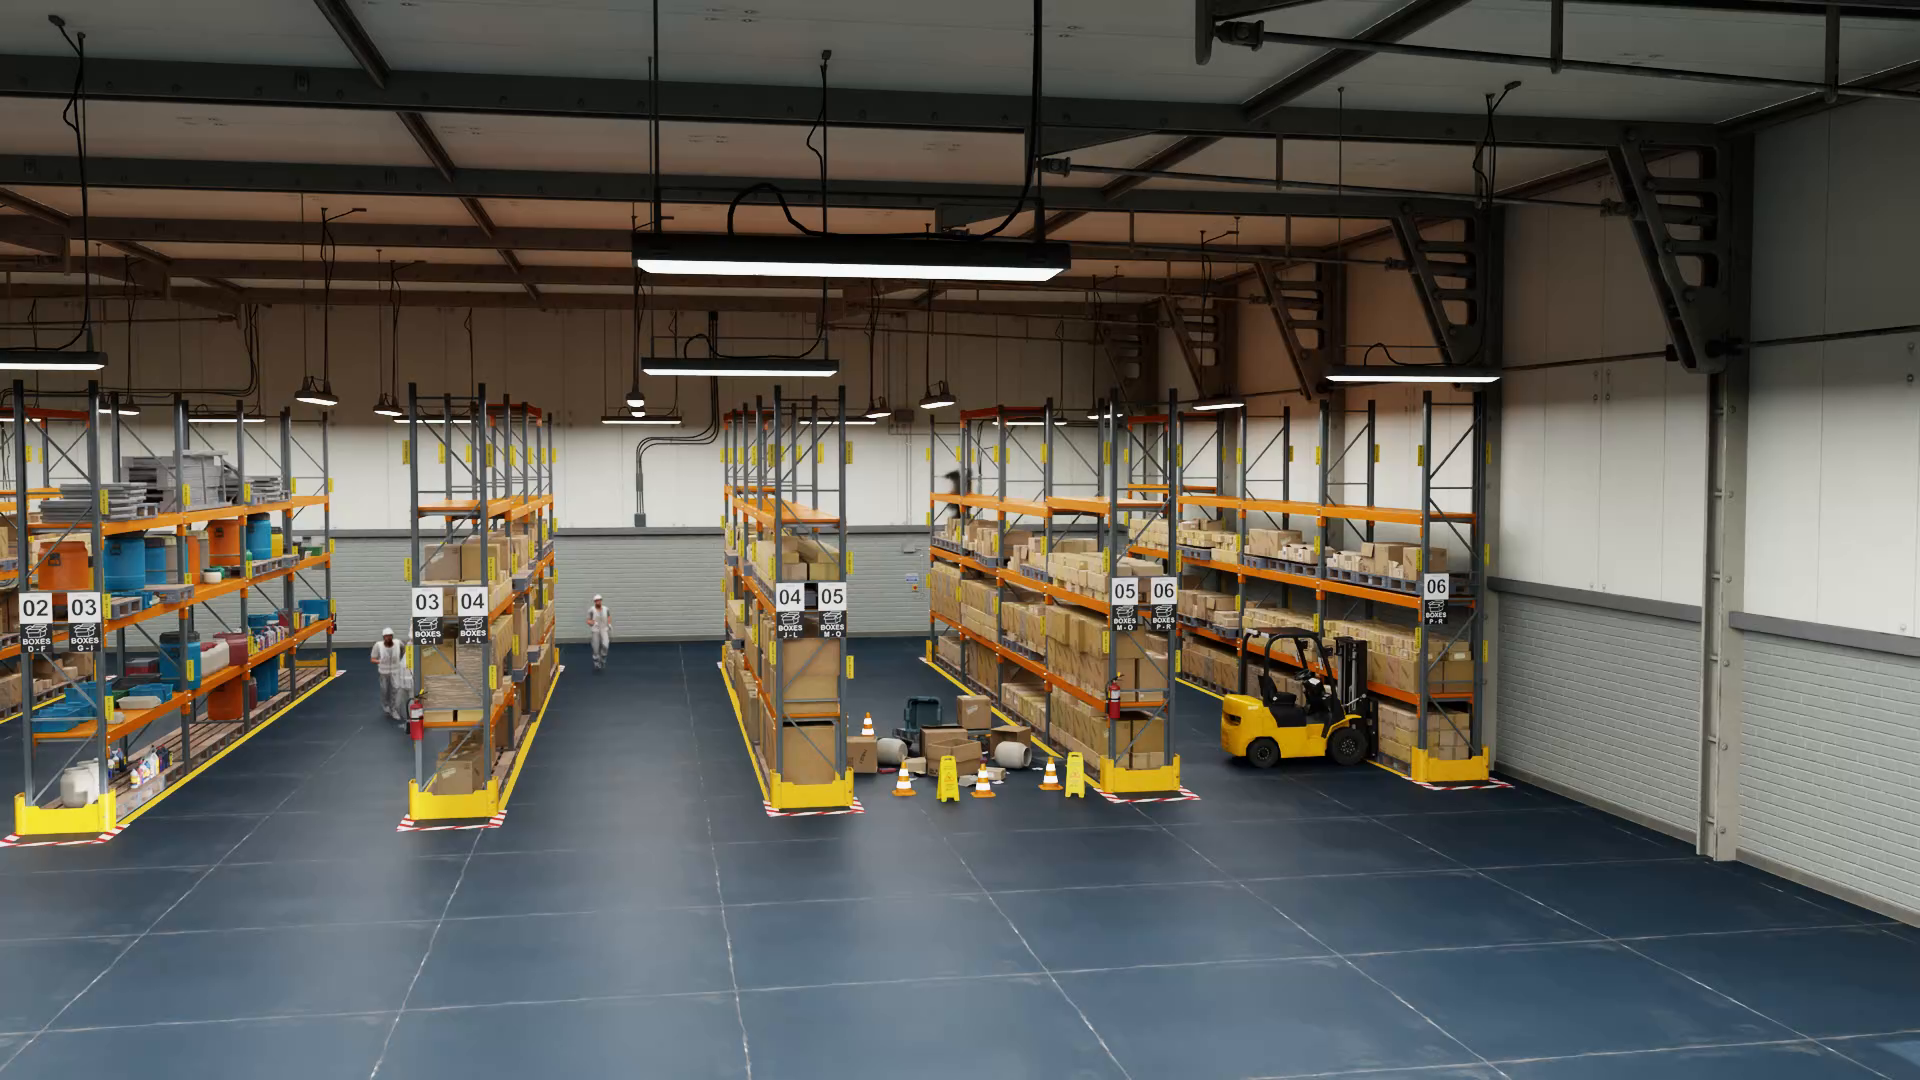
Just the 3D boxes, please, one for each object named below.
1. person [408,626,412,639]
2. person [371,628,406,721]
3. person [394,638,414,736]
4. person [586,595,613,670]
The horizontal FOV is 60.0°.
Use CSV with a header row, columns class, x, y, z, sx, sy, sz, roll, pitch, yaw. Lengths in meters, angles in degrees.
class,x,y,z,sx,sy,sz,roll,pitch,yaw
person,-11.460,2.335,35.574,0.699,1.740,0.930,-1,3,-27
person,-10.837,2.527,31.643,0.704,1.750,1.000,-1,3,-19
person,-9.826,2.634,29.800,0.674,1.784,0.527,1,3,22
person,-8.370,2.146,38.659,0.640,1.756,0.774,-1,3,-21
